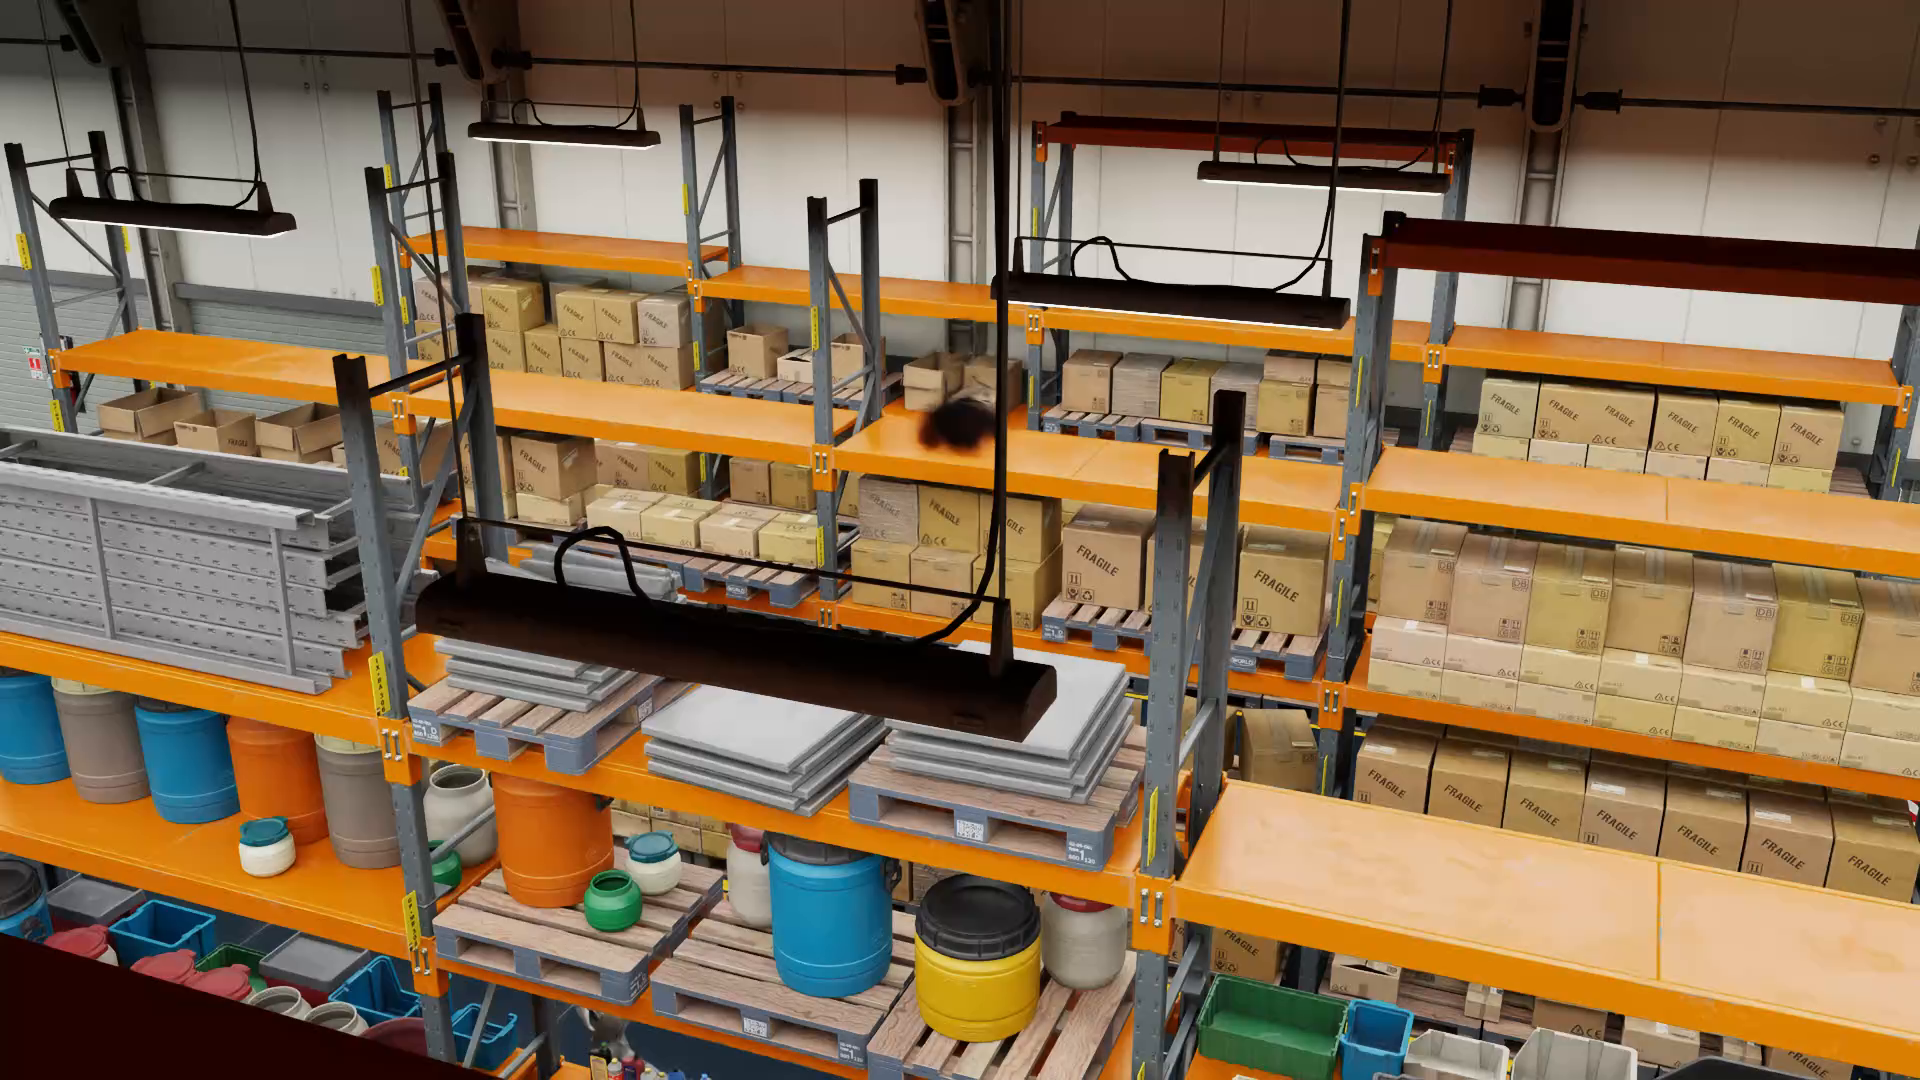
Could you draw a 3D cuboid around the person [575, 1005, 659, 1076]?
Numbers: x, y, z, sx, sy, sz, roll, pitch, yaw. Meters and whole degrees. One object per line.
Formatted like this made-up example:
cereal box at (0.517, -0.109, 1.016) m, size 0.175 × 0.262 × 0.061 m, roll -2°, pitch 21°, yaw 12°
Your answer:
person at (-2.481, 3.285, 11.662) m, size 0.796 × 1.511 × 0.638 m, roll 12°, pitch 24°, yaw 29°
